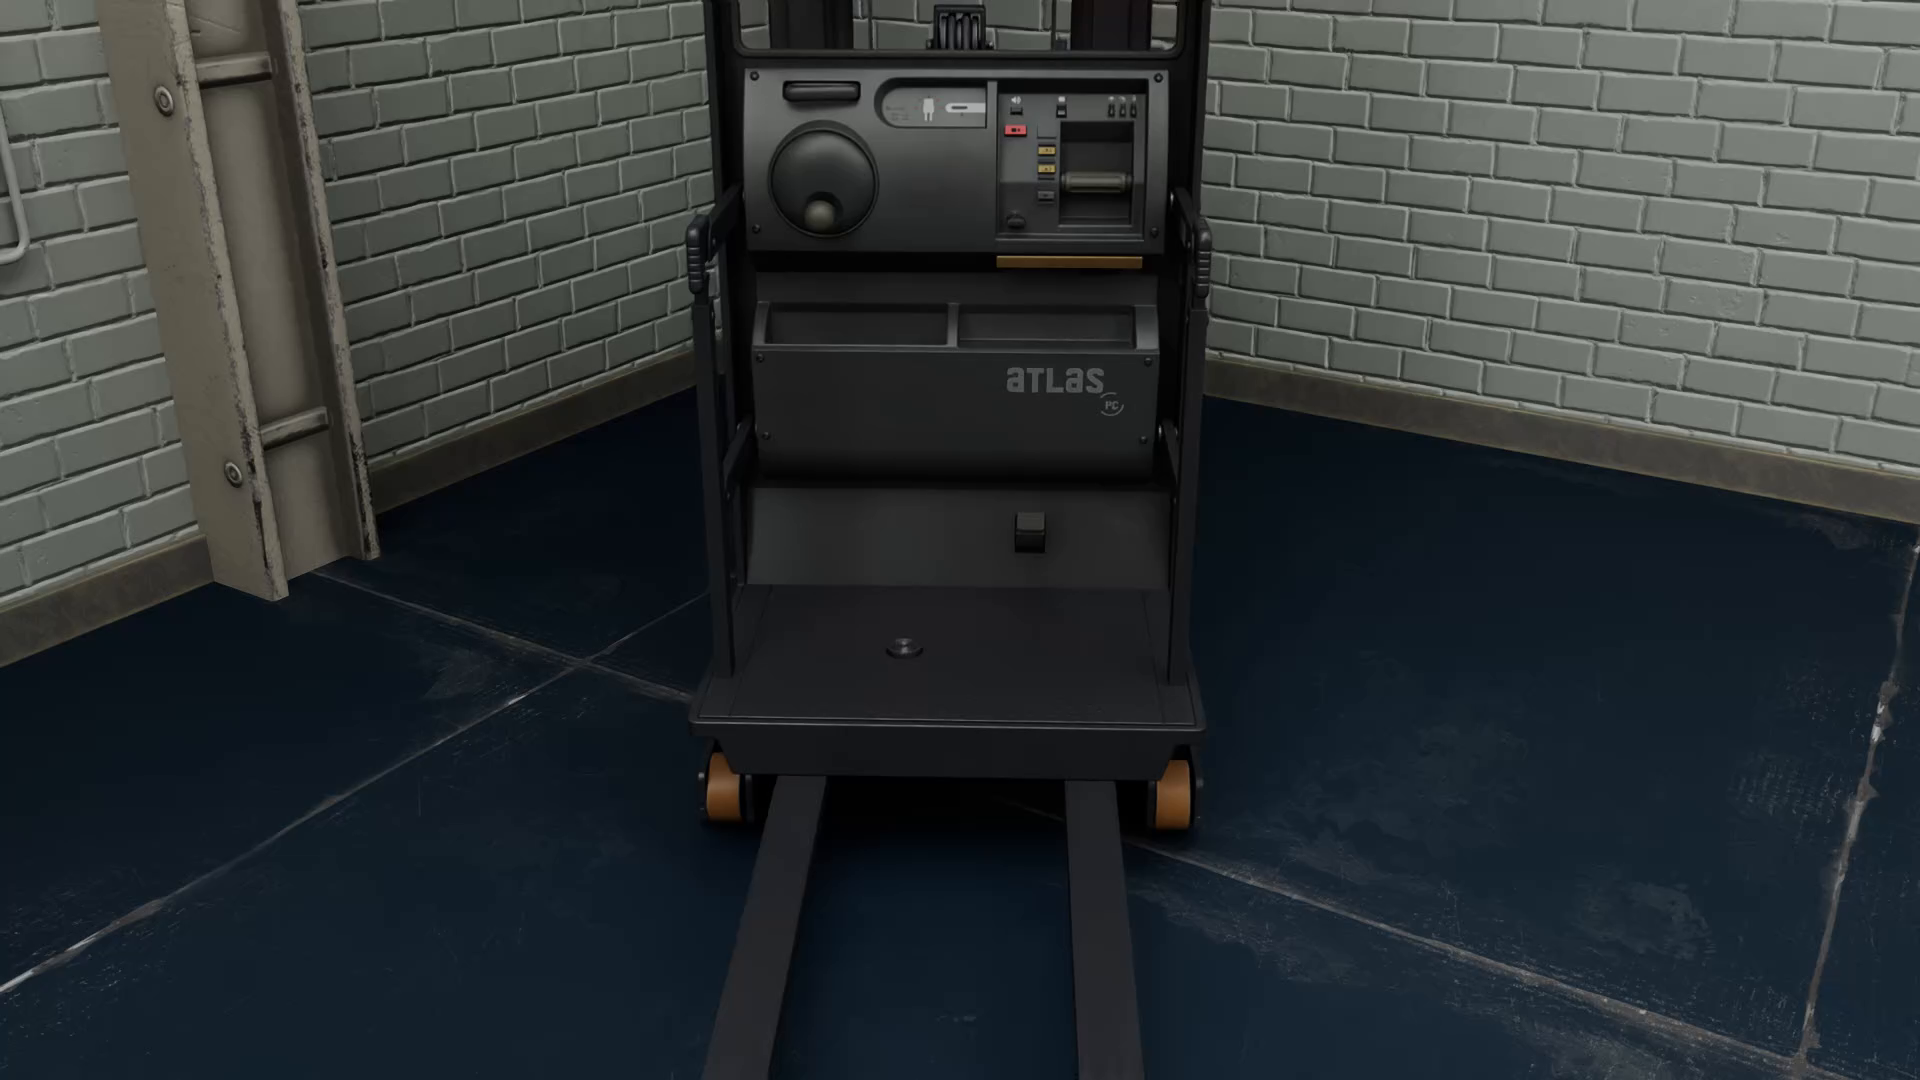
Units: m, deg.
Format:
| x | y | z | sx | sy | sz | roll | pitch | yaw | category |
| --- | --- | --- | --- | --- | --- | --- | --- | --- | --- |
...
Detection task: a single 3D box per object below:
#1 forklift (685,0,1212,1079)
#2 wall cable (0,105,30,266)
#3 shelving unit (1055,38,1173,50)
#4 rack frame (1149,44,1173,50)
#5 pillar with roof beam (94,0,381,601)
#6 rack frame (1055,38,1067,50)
| x | y | z | sx | sy | sz | roll | pitch | yaw | category |
| --- | --- | --- | --- | --- | --- | --- | --- | --- | --- |
| -0.015 | -0.819 | 3.452 | 1.130 | 2.935 | 3.031 | 1 | 23 | 2 | forklift |
| -2.839 | -1.301 | 3.200 | 0.084 | 1.984 | 1.851 | 14 | 27 | 29 | wall cable |
| 0.366 | -0.936 | 5.525 | 0.431 | 1.500 | 0.755 | 17 | 28 | 33 | shelving unit |
| 0.586 | -1.053 | 5.794 | 0.400 | 1.500 | 0.023 | 17 | 28 | 33 | rack frame |
| 1.636 | -3.147 | 1.193 | 9.100 | 9.000 | 0.400 | 14 | 27 | 29 | pillar with roof beam |
| 0.146 | -0.820 | 5.257 | 0.400 | 1.500 | 0.023 | 17 | 28 | 33 | rack frame |
